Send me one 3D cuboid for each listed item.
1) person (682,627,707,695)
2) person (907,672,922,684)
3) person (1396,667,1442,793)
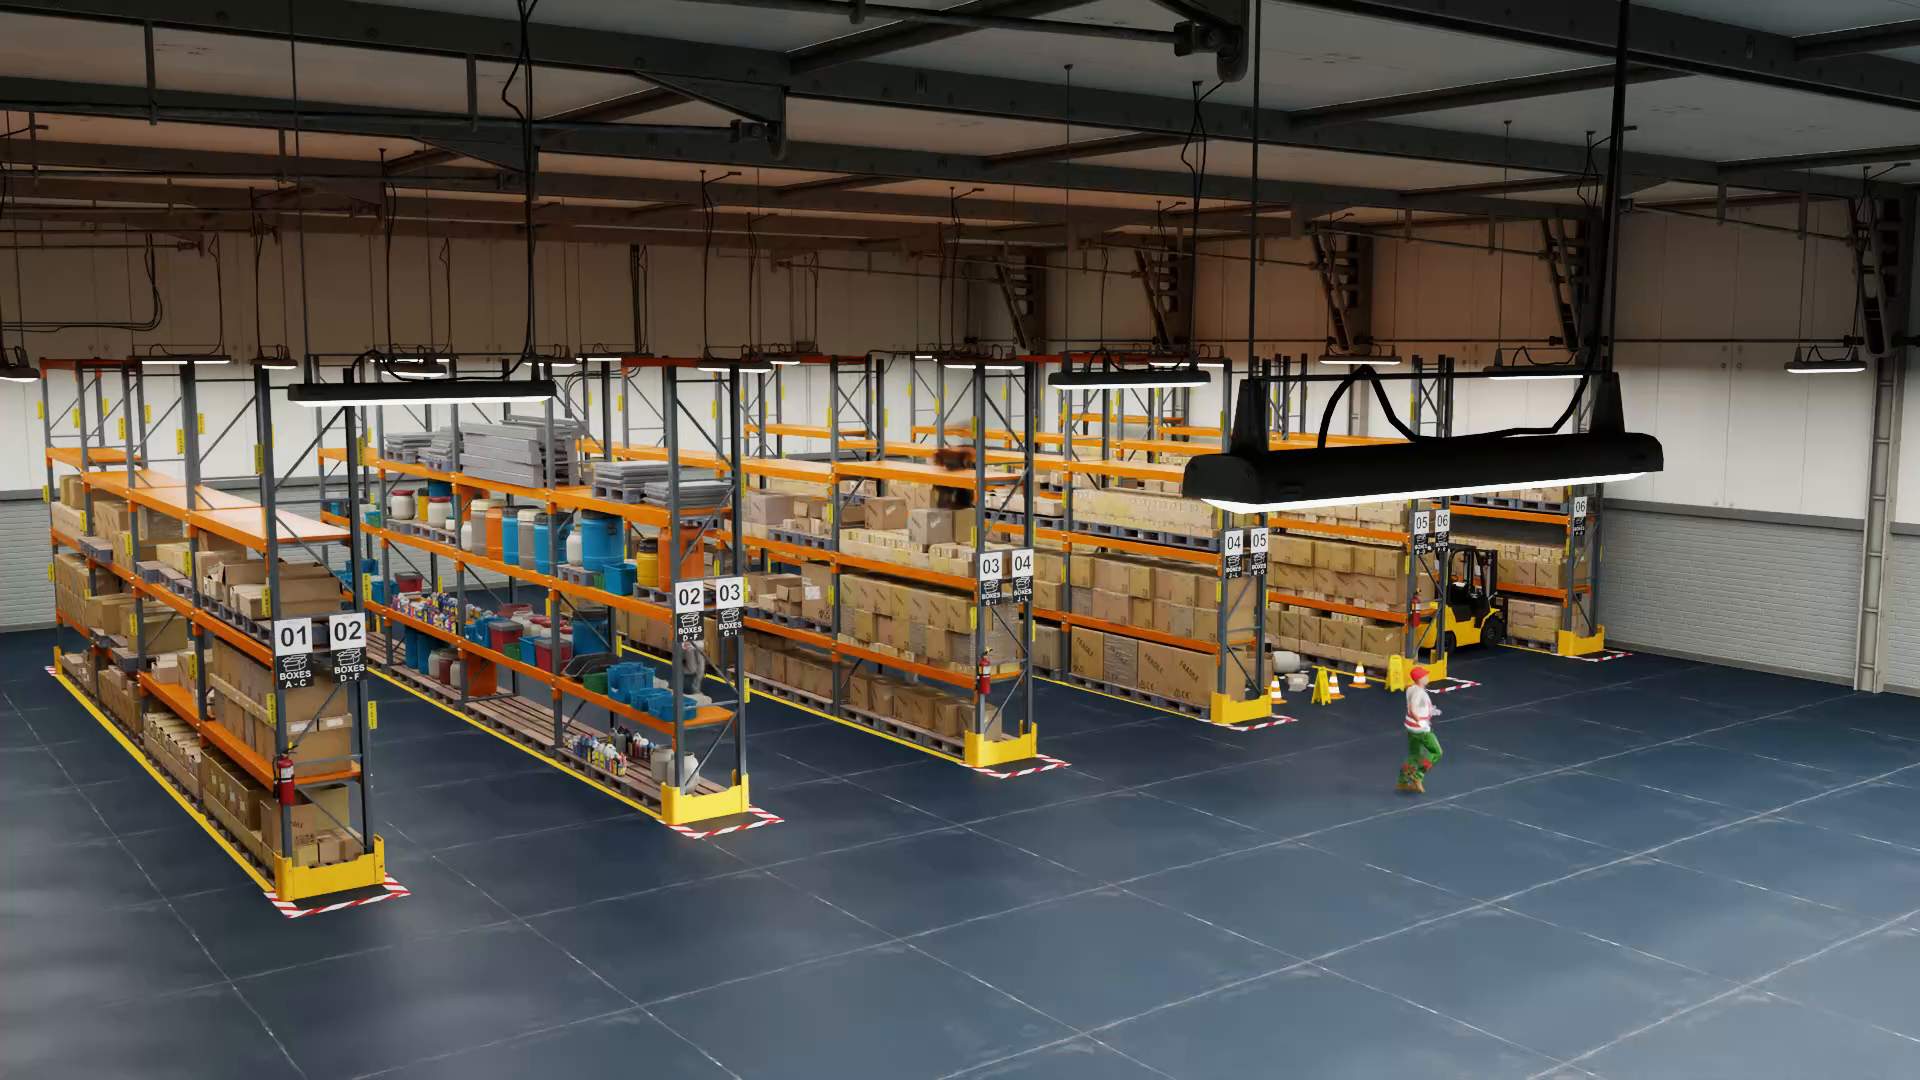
[{"bbox_3d":[-4.799,1.908,29.778,0.658,1.734,0.688,-6,9,-42],"label":"person"},{"bbox_3d":[-0.692,1.805,30.440,0.655,1.758,0.650,-6,9,-41],"label":"person"},{"bbox_3d":[6.472,2.655,23.321,0.668,1.768,0.634,-1,7,-5],"label":"person"}]
